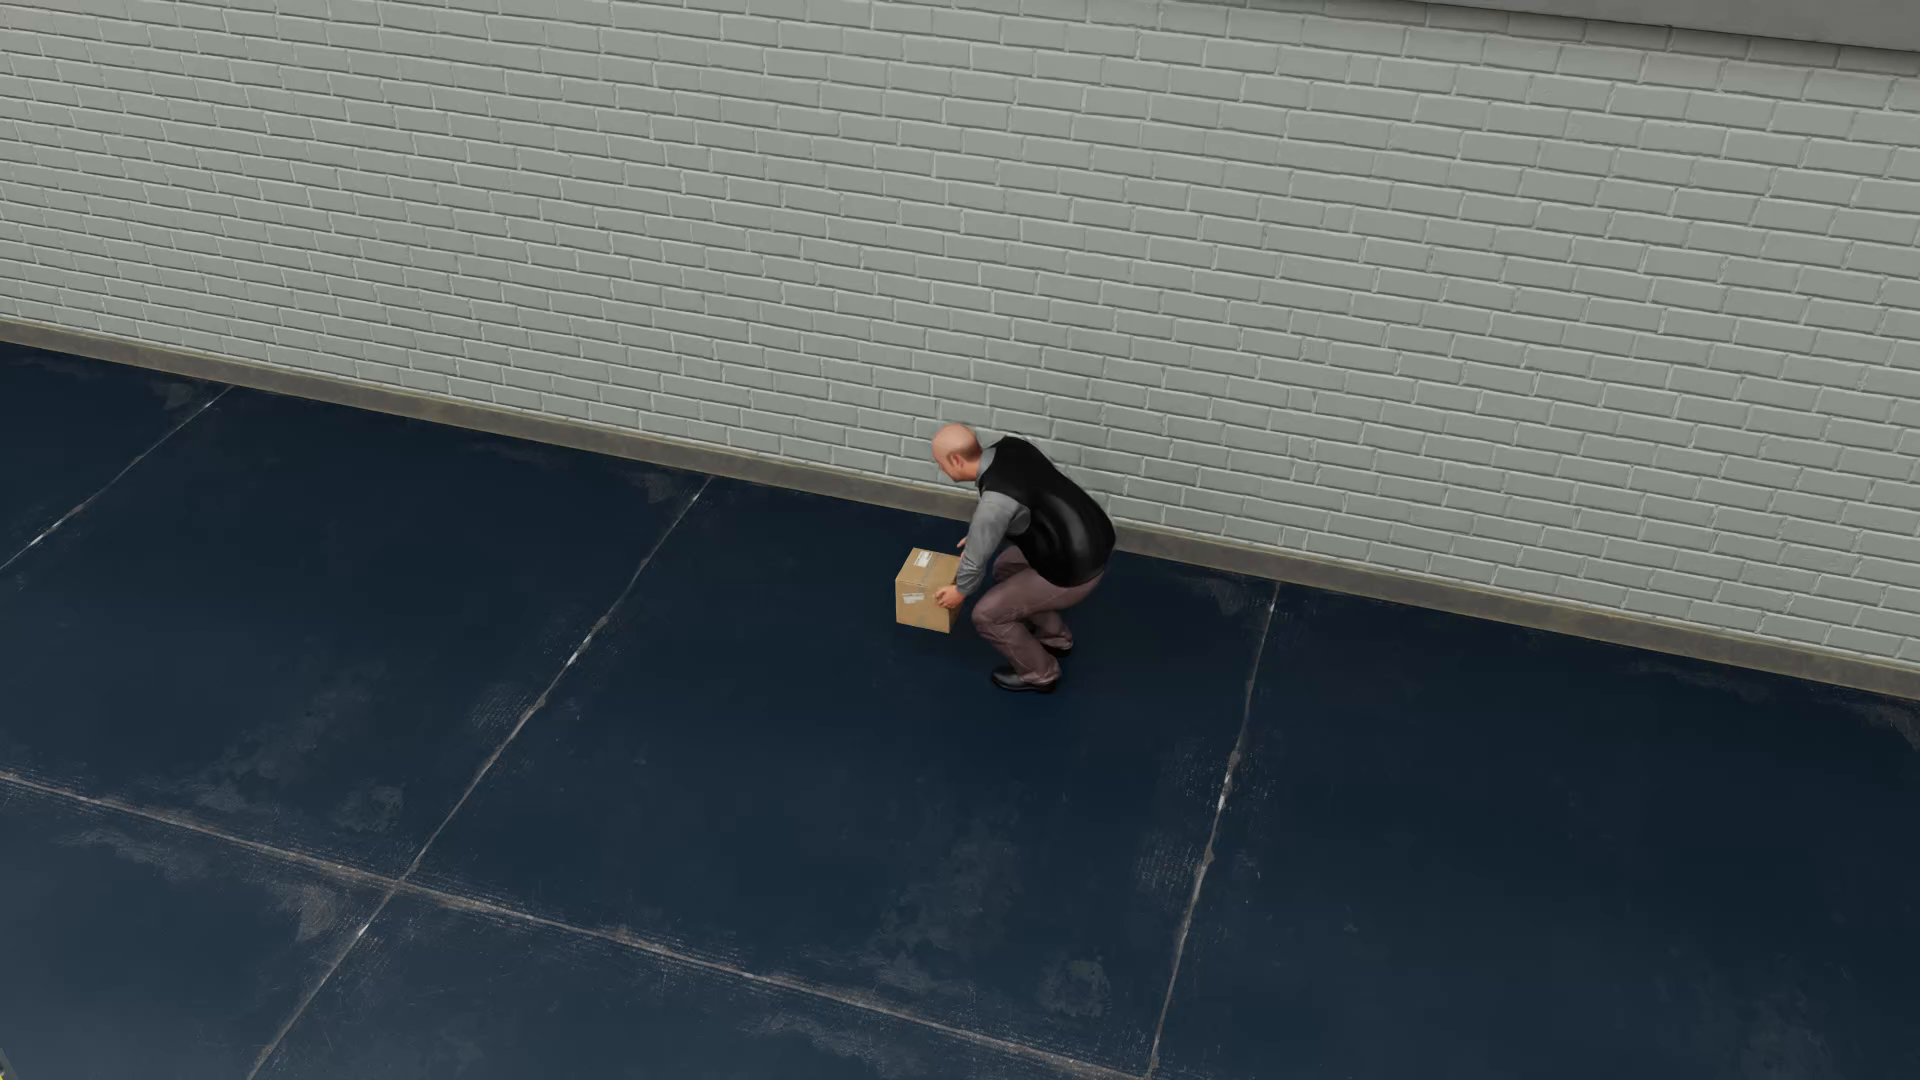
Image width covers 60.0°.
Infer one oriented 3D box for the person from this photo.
[{"bbox_3d":[0.261,0.082,7.191,0.779,1.261,0.586,11,38,14],"label":"person"}]
